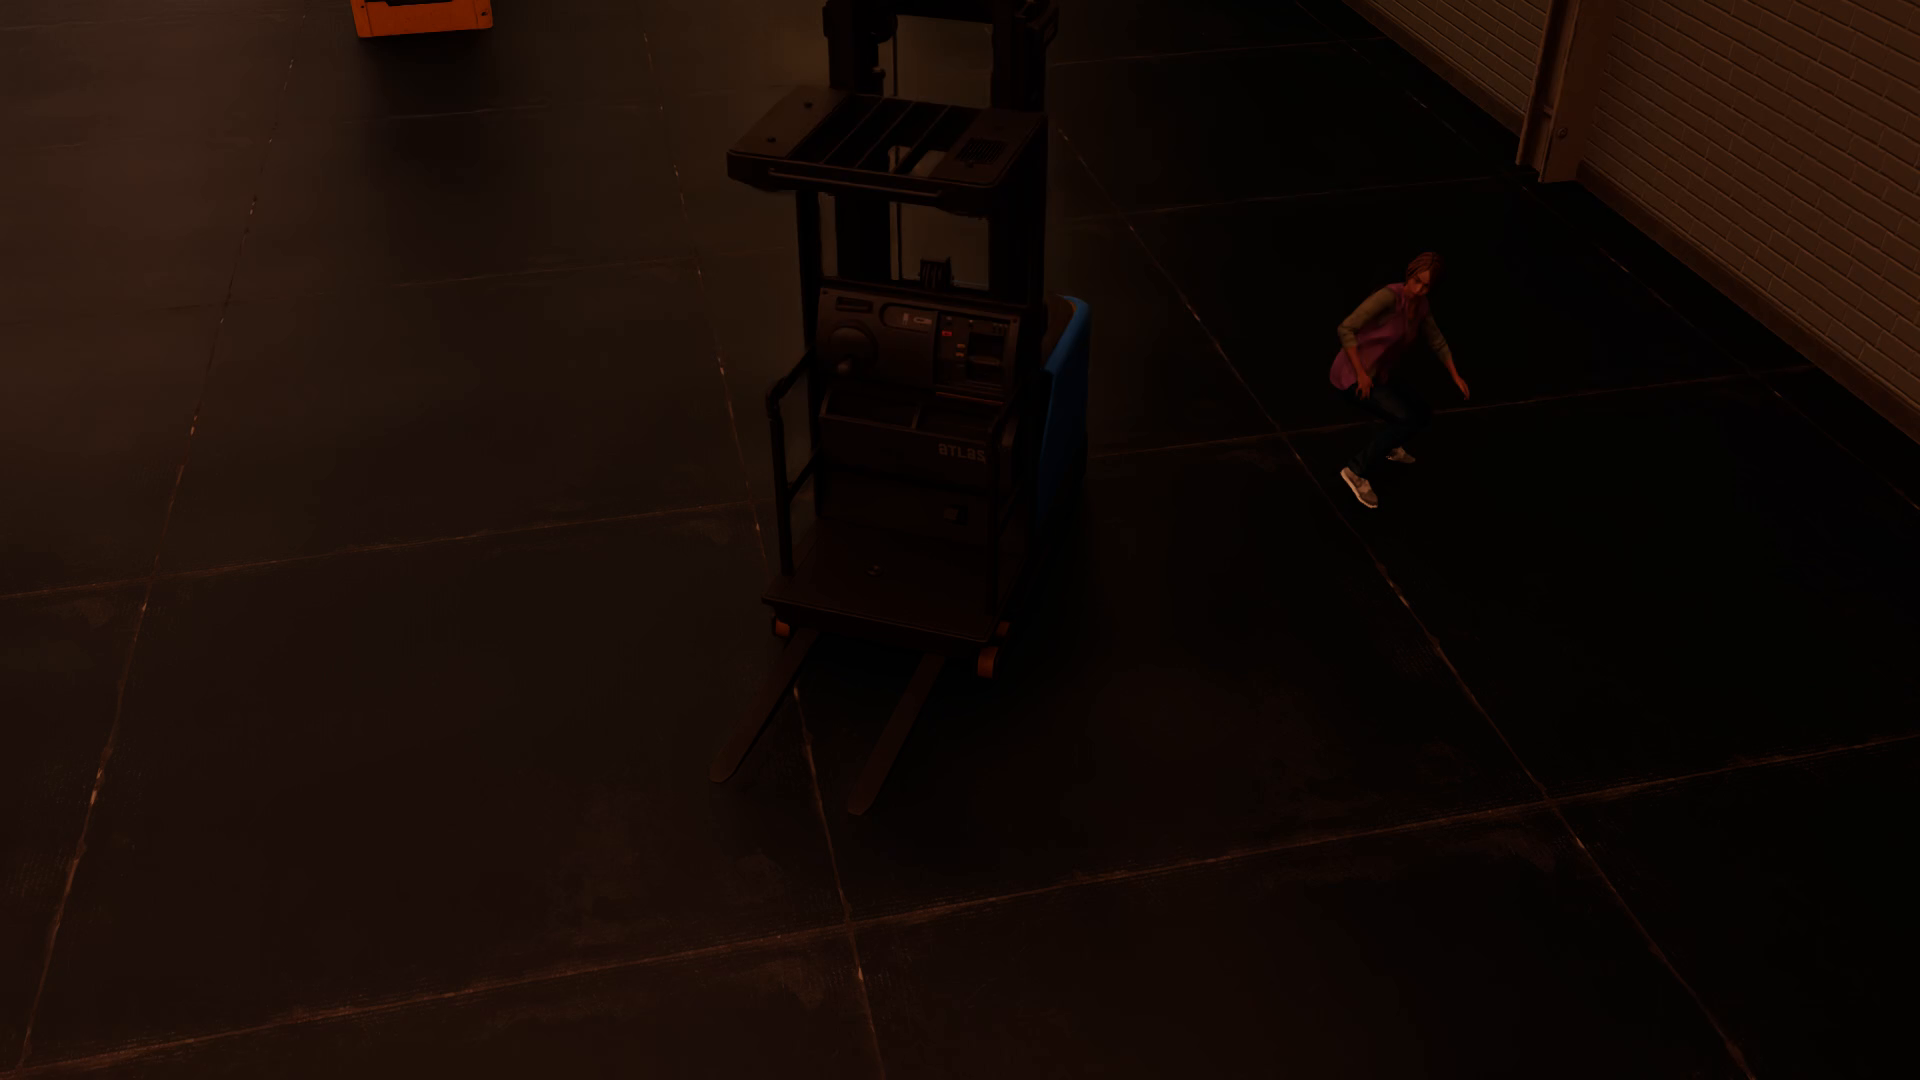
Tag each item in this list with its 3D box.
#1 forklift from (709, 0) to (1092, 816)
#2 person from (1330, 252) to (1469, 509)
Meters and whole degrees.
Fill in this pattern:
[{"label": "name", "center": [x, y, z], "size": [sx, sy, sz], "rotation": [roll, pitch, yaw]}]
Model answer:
[{"label": "forklift", "center": [-0.252, -0.808, 7.173], "size": [1.130, 2.935, 3.031], "rotation": [11, 37, 14]}, {"label": "person", "center": [2.248, -0.839, 8.606], "size": [0.603, 1.384, 0.722], "rotation": [28, 44, 33]}]
